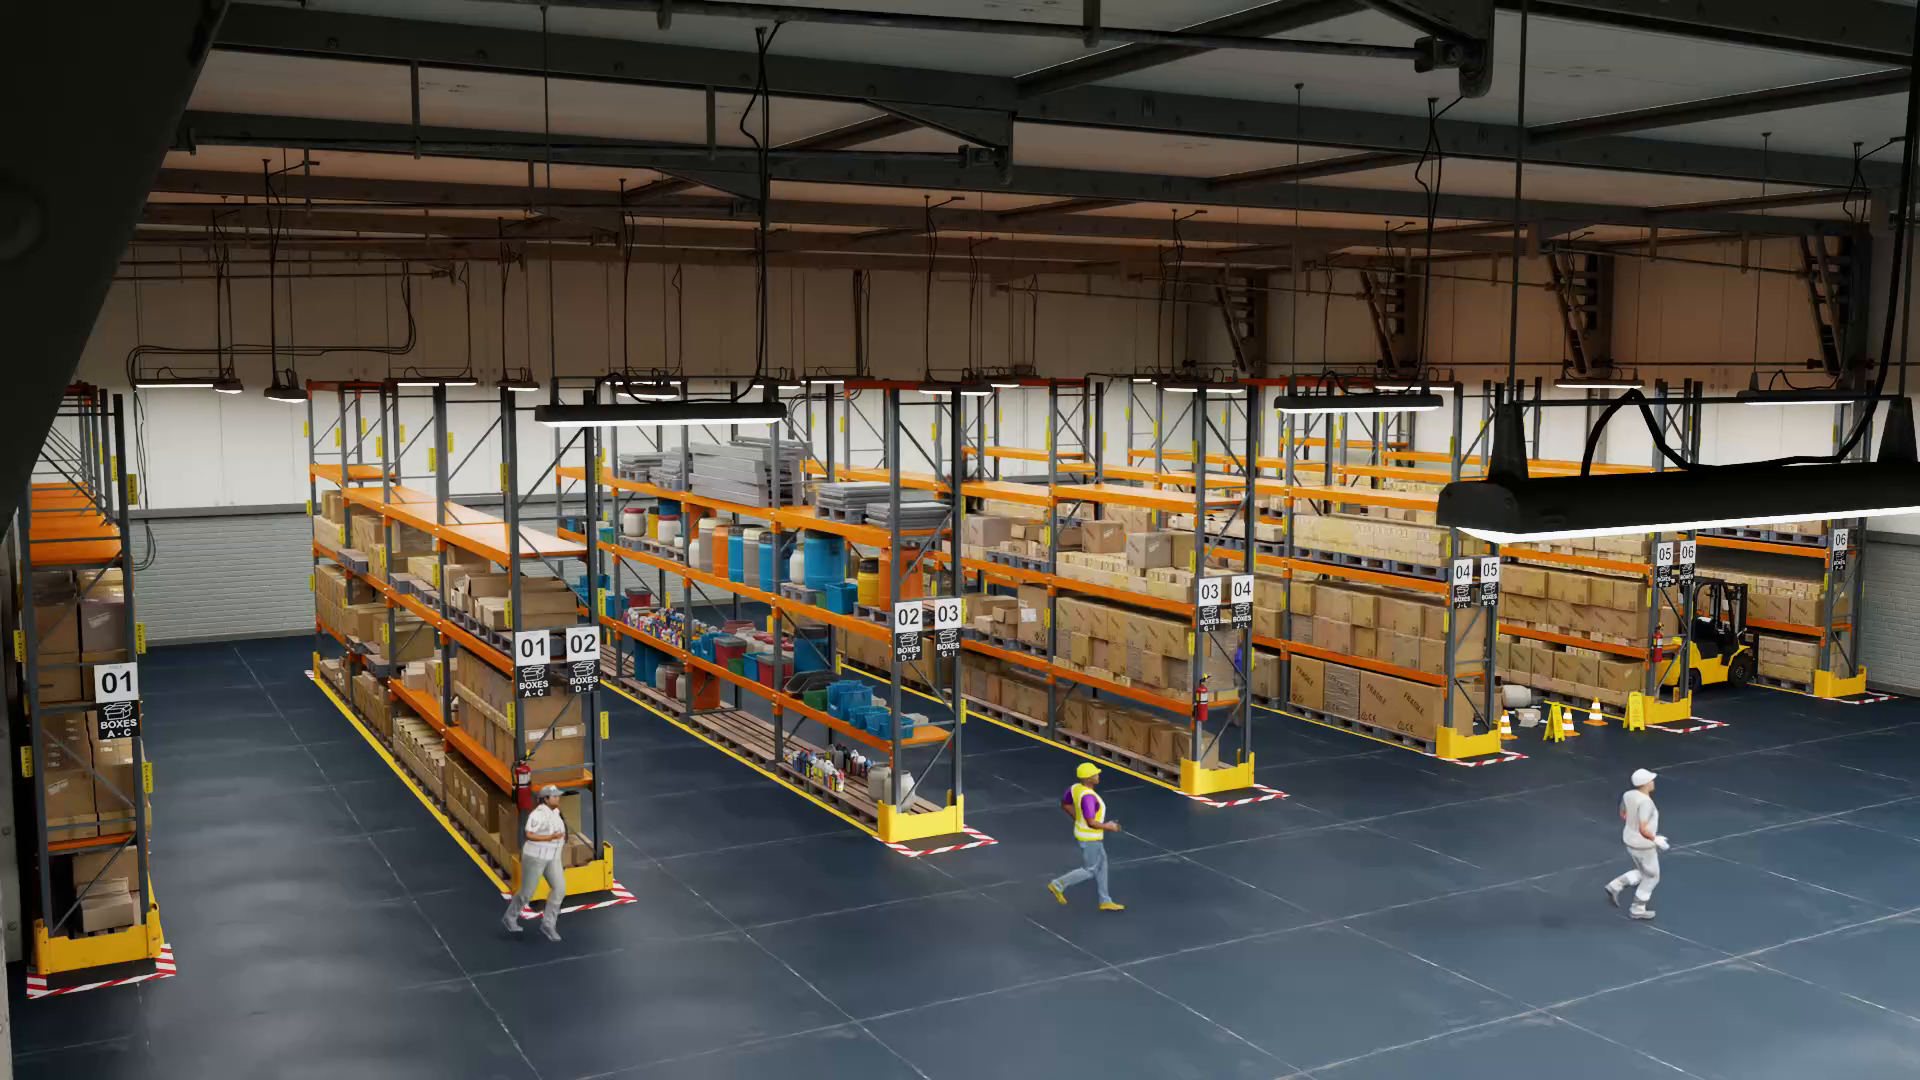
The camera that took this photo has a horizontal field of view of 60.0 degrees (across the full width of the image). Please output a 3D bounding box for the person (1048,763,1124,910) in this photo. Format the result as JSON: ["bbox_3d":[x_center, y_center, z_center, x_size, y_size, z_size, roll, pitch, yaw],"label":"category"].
[{"bbox_3d":[1.454,3.427,19.126,0.922,1.761,0.705,-1,6,-8],"label":"person"}]

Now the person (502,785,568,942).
[{"bbox_3d":[-4.654,3.565,18.494,0.740,1.693,0.630,3,7,28],"label":"person"}]

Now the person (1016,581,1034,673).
[{"bbox_3d":[1.431,1.749,32.640,0.685,1.720,0.709,-4,7,-35],"label":"person"}]

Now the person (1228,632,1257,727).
[{"bbox_3d":[4.909,2.479,28.972,0.540,1.551,0.664,-5,8,-41],"label":"person"}]

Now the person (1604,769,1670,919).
[{"bbox_3d":[7.691,3.457,18.896,0.612,1.742,0.643,0,6,-1],"label":"person"}]
